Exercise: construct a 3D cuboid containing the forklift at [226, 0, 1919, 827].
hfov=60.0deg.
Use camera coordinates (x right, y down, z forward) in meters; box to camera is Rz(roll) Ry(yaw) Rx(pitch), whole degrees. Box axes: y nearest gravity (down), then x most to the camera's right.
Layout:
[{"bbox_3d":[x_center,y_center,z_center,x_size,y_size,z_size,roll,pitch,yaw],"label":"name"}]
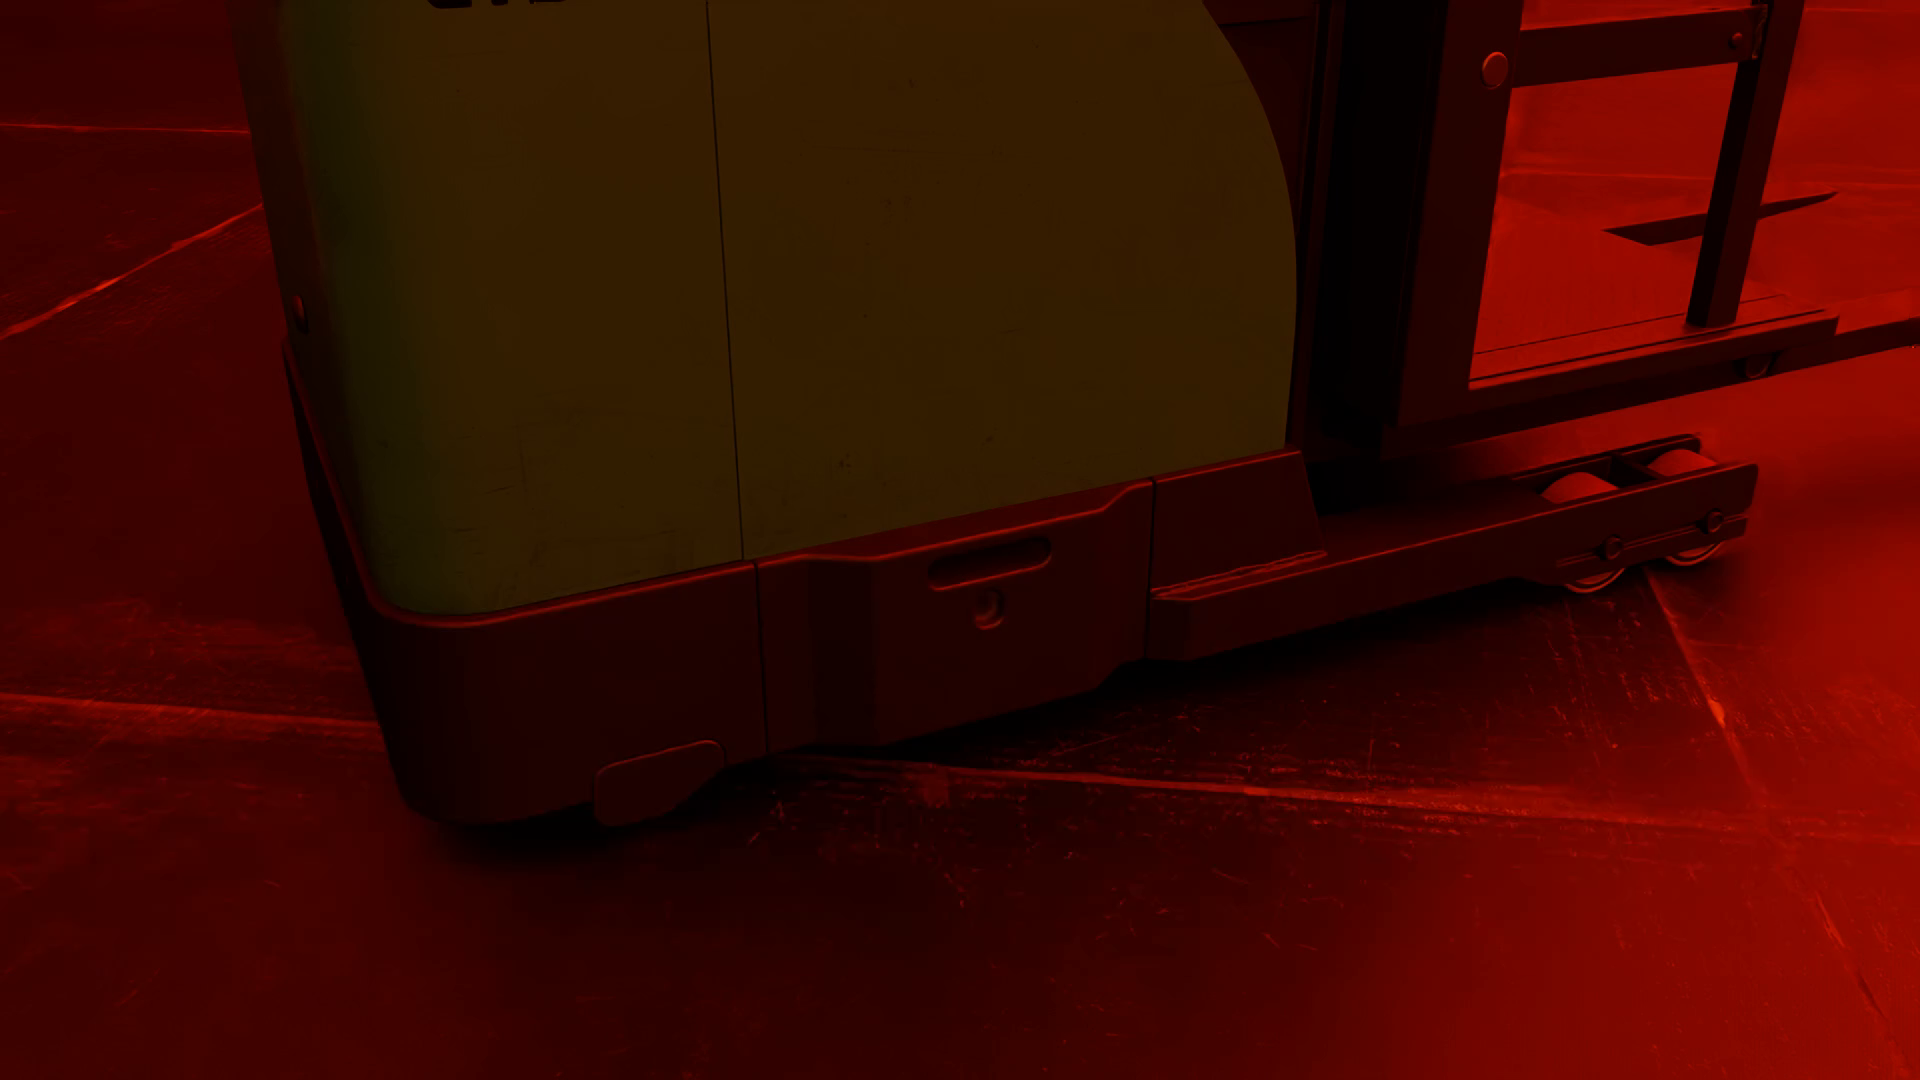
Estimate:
[{"bbox_3d":[0.583,-1.436,2.096,3.031,2.935,1.130,-12,29,-23],"label":"forklift"}]
